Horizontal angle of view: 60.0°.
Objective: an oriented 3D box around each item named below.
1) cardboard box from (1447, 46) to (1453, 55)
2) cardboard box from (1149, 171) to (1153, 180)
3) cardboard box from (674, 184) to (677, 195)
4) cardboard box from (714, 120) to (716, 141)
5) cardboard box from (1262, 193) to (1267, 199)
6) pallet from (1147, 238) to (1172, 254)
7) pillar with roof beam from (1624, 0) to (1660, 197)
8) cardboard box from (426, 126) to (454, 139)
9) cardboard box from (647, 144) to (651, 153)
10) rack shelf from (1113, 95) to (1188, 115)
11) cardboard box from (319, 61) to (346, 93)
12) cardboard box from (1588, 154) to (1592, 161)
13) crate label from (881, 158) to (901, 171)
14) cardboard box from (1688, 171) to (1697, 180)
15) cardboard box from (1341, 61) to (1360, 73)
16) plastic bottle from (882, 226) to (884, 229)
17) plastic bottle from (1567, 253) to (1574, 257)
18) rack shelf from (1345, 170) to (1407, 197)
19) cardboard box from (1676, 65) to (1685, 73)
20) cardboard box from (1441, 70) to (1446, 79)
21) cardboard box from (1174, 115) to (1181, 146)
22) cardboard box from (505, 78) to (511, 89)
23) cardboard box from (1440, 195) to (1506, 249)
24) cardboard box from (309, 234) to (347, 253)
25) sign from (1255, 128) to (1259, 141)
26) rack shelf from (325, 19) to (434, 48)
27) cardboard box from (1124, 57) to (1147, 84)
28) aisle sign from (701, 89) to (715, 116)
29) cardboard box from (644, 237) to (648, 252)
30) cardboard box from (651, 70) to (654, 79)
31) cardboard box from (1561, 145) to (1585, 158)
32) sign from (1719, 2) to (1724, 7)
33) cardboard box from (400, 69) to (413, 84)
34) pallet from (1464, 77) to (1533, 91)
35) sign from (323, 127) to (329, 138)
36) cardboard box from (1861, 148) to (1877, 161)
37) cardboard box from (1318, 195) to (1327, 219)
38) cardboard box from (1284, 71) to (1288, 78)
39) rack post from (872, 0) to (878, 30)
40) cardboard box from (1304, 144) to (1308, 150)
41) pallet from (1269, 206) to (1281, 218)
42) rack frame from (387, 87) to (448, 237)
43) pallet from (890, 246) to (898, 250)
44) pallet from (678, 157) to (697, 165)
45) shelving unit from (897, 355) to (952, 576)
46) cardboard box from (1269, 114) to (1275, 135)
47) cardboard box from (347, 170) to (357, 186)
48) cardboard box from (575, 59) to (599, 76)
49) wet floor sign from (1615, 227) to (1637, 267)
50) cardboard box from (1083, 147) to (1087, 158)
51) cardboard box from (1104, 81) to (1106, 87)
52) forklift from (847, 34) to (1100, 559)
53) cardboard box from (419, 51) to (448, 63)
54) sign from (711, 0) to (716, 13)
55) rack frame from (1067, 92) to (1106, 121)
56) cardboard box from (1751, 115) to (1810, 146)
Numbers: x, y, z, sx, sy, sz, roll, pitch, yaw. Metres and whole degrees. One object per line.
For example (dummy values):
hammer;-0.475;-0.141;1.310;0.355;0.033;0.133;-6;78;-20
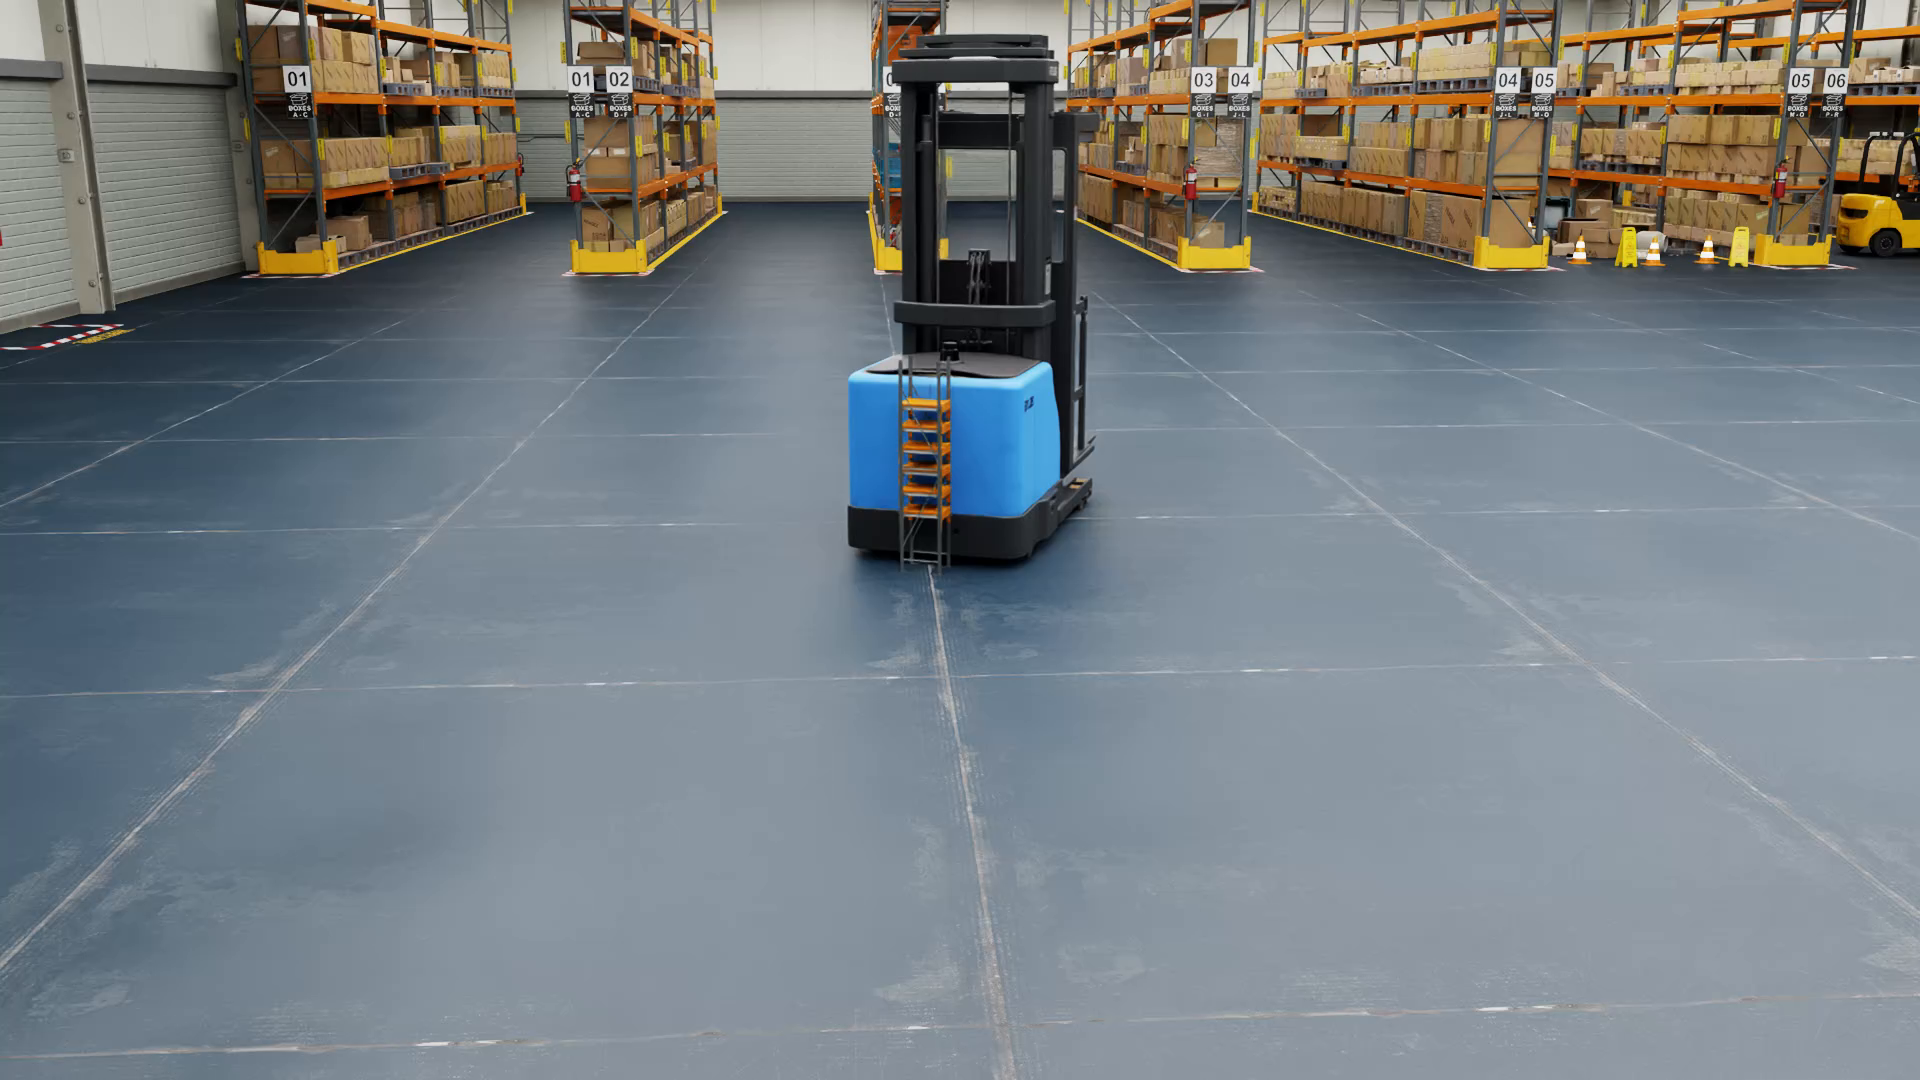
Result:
cardboard box;8.701;-8.504;28.898;0.380;0.149;0.250;-1;14;-4
cardboard box;3.683;-6.715;30.610;0.380;0.149;0.250;-1;14;-3
cardboard box;-6.568;-7.788;36.904;0.500;0.250;0.500;-1;14;-3
cardboard box;-6.362;-10.216;41.505;0.500;0.500;0.500;-1;14;-4
cardboard box;7.917;-8.757;42.322;0.380;0.149;0.250;-1;14;-4
pallet;4.044;-5.441;30.748;1.003;0.211;1.213;-1;14;-3
pillar with roof beam;14.504;-13.696;45.197;9.100;9.000;0.400;-1;14;-3
cardboard box;-10.917;-8.539;34.850;0.500;0.250;0.500;-1;14;-4
cardboard box;-5.629;-6.851;29.130;0.380;0.149;0.250;-1;14;-4
rack shelf;3.843;-8.559;32.696;1.077;0.370;4.000;-1;14;-3
cardboard box;-10.422;-7.594;27.262;0.500;0.500;0.500;0;14;-1
cardboard box;13.429;-8.032;34.887;0.380;0.149;0.250;-2;15;-7
crate label;-1.113;-6.357;28.642;0.502;0.435;0.616;-1;14;-3
cardboard box;13.652;-6.716;30.612;0.380;0.149;0.250;0;14;-2
cardboard box;8.345;-10.099;35.502;0.396;0.266;0.258;-1;14;-3
plastic bottle;-1.341;-5.604;30.220;0.144;0.351;0.185;0;14;-2
plastic bottle;10.916;-5.076;29.632;0.133;0.061;0.283;-6;16;-23
rack shelf;8.800;-7.158;33.270;1.077;0.370;4.000;-1;14;-3
cardboard box;13.552;-8.744;30.876;0.380;0.149;0.250;-1;14;-4
cardboard box;8.688;-8.179;29.237;0.380;0.149;0.250;-1;14;-3
cardboard box;3.897;-6.897;28.007;0.500;0.500;0.500;-1;14;-3
cardboard box;-11.298;-11.166;40.643;0.500;0.250;0.500;0;14;-2
cardboard box;9.007;-5.575;29.095;0.875;0.875;0.875;-1;14;-4
cardboard box;-10.605;-4.959;27.795;0.500;0.311;0.500;0;14;1
sign;7.639;-10.404;42.706;0.100;0.325;0.005;-1;14;-3
rack shelf;-10.988;-9.589;31.481;1.077;0.370;4.000;-1;14;-3
cardboard box;3.557;-9.323;33.019;0.500;0.500;0.500;-1;14;-5
aisle sign;-6.363;-11.071;41.816;0.394;0.787;0.004;-1;14;-3
cardboard box;-5.519;-4.943;27.895;0.500;0.250;0.500;-1;14;-3
cardboard box;-5.949;-8.542;30.645;0.500;0.250;0.500;1;14;2
cardboard box;13.326;-8.391;35.918;0.500;0.250;0.500;-1;14;-4
sign;17.773;-12.570;38.788;0.100;0.325;0.005;-1;14;-3
cardboard box;-11.125;-8.911;32.374;0.797;0.503;0.637;1;14;4
pallet;9.115;-7.608;27.735;1.003;0.211;1.213;-1;14;-3
sign;-11.418;-7.279;29.975;0.100;0.325;0.005;-1;14;-3
cardboard box;18.461;-7.731;33.350;0.500;0.250;0.500;-1;14;-2
cardboard box;8.297;-7.417;37.005;0.500;0.500;0.500;-2;15;-6
cardboard box;8.030;-11.209;40.048;0.380;0.149;0.250;-1;14;-4
rack post;-1.184;-10.372;31.876;1.013;1.000;3.121;-1;14;-3
cardboard box;8.044;-8.926;37.762;0.380;0.149;0.250;-2;15;-6
pallet;8.272;-8.119;41.157;1.003;0.211;1.213;-1;14;-3
rack frame;-11.112;-7.723;34.022;1.000;3.000;0.127;-1;14;-3
pallet;-0.898;-5.059;29.264;1.003;0.211;1.213;-1;14;-3
pallet;-6.476;-8.502;37.434;1.003;0.211;1.213;-1;14;-3
shelving unit;-0.194;-0.409;9.208;0.258;1.200;0.189;4;15;15
cardboard box;7.991;-10.299;41.231;0.500;0.500;0.500;-1;14;-5
cardboard box;-10.402;-6.052;27.790;0.500;0.250;0.500;-1;14;-4
cardboard box;-6.007;-7.744;27.263;0.500;0.250;0.500;-1;14;-3
wet floor sign;11.149;-4.897;27.765;0.267;0.644;0.232;-3;15;-13
cardboard box;3.182;-9.124;39.173;0.500;0.250;0.500;-1;14;-4
cardboard box;3.414;-10.109;36.937;0.380;0.149;0.250;-1;15;-6
forklift;0.246;-1.634;10.497;1.130;2.935;3.031;4;15;15
cardboard box;-11.387;-10.437;35.963;0.500;0.250;0.500;-1;14;-5
sign;-6.109;-13.228;41.186;0.100;0.325;0.005;-1;14;-3
rack frame;3.223;-9.942;42.647;1.000;3.000;0.127;-1;14;-3
cardboard box;13.856;-6.916;28.082;0.700;0.500;0.500;-1;14;-5
